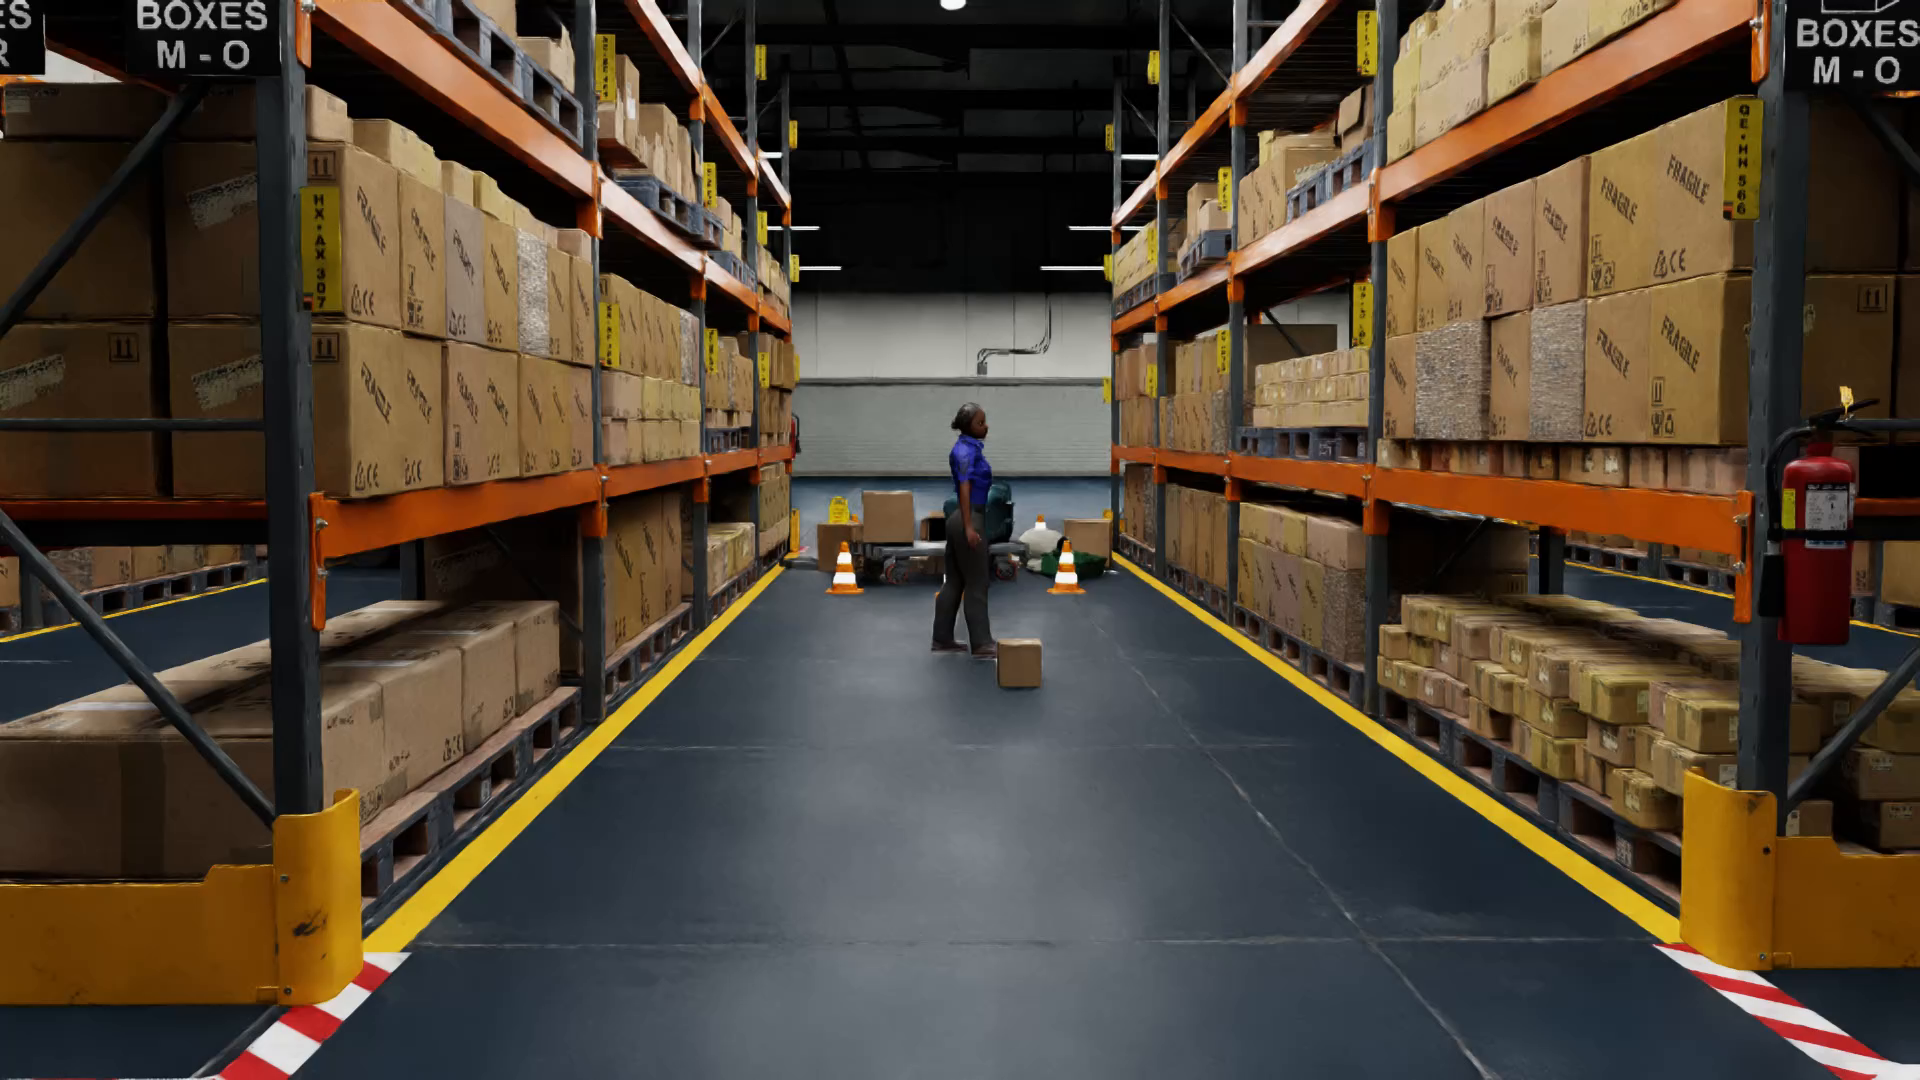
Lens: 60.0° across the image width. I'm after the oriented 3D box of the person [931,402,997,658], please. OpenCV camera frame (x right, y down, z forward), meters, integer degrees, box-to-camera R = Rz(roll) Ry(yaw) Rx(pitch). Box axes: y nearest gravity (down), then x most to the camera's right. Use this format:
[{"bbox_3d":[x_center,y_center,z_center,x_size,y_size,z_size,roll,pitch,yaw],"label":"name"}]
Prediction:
[{"bbox_3d":[0.089,-0.069,10.797,0.562,1.649,0.639,0,4,0],"label":"person"}]
